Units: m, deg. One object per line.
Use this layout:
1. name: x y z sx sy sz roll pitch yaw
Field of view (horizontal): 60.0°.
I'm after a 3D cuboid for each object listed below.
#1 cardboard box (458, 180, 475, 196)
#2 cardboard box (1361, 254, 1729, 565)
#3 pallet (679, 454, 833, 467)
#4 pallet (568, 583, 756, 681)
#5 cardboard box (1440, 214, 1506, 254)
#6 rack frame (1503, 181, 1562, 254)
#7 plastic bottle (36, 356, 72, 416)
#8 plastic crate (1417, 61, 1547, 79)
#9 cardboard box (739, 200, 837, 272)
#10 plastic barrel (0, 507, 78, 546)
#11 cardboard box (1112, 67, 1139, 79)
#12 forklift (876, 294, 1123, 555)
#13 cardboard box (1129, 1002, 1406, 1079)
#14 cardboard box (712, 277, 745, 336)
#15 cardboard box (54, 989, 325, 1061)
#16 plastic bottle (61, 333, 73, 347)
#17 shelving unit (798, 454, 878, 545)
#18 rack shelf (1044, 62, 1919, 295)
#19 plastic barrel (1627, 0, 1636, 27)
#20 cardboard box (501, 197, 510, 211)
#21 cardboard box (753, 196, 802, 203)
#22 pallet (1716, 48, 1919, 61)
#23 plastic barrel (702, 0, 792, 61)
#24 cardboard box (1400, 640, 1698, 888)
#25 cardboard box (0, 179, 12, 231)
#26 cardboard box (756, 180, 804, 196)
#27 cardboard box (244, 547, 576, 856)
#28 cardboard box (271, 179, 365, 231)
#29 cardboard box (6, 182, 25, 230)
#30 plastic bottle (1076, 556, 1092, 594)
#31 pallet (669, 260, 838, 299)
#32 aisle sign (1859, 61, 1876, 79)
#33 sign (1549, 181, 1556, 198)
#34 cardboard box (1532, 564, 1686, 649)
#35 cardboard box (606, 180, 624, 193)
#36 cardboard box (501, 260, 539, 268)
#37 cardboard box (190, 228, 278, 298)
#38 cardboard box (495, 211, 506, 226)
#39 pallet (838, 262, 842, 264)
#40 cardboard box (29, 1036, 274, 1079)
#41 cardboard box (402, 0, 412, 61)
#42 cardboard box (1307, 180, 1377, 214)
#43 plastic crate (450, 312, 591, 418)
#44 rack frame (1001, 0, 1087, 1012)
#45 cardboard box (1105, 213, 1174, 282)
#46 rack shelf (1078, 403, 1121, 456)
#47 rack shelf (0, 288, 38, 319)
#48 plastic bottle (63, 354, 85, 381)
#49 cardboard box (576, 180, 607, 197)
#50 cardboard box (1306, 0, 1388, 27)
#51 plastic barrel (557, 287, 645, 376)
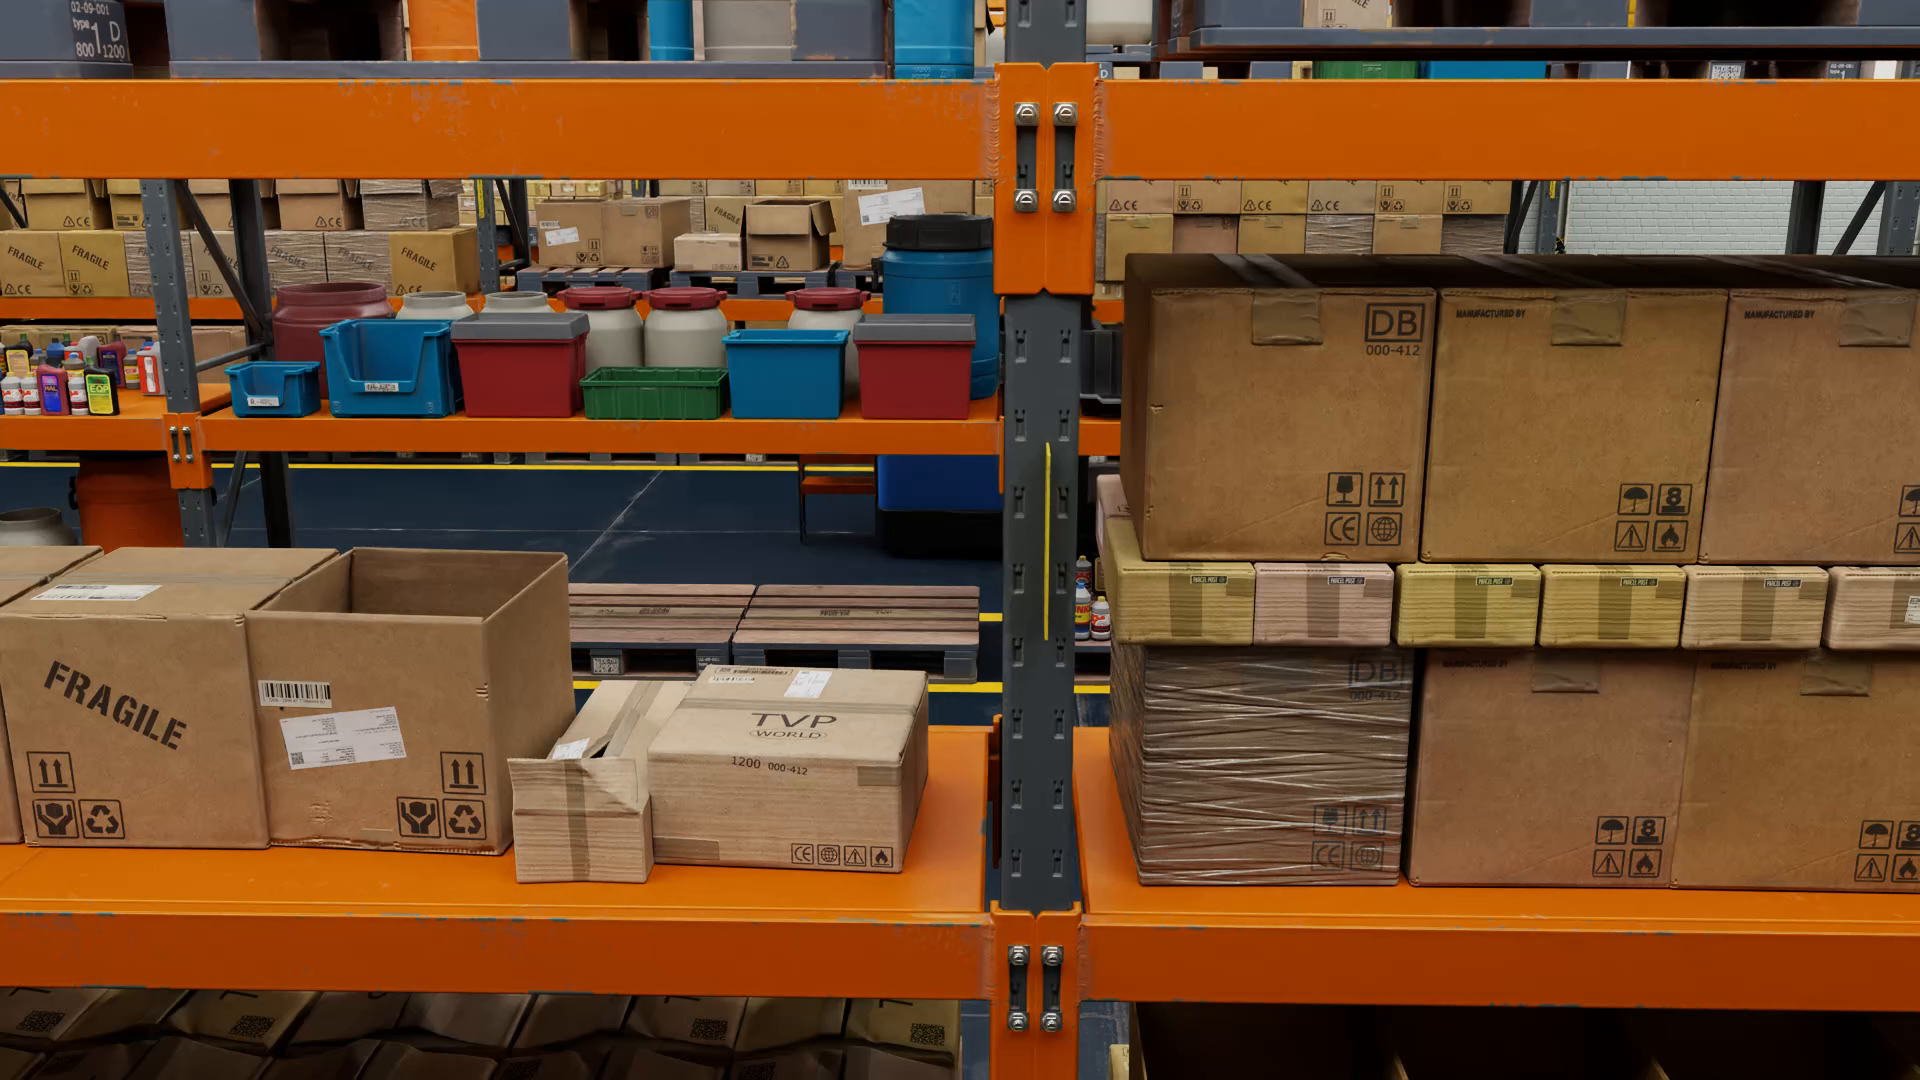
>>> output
1. cardboard box: -5.156 -3.695 17.469 0.250 0.149 0.380 1 15 4
2. cardboard box: 1.101 -0.286 3.303 0.500 0.500 0.700 0 15 1
3. pallet: -1.592 -0.804 13.474 1.213 0.211 1.003 0 15 1
4. pallet: -1.726 0.469 8.650 1.213 0.211 1.003 0 15 1
5. cardboard box: 3.859 -2.317 12.963 0.500 0.500 0.875 0 15 1
6. rack frame: 4.408 -2.114 12.974 0.127 3.000 1.000 0 15 1
7. plastic bottle: -4.362 -0.742 8.002 0.133 0.283 0.061 0 15 1
8. plastic crate: 2.367 -2.230 7.562 0.575 0.384 0.392 0 15 1
9. cardboard box: -1.326 -2.381 12.960 0.637 0.503 0.797 2 15 7
10. plastic barrel: -4.772 0.117 8.571 0.421 0.512 0.421 0 15 0
11. cardboard box: 1.381 -3.448 12.442 0.500 0.250 0.500 0 15 1
12. forklift: 0.994 -1.428 10.509 3.031 2.935 1.130 0 15 0
13. cardboard box: 0.608 1.233 3.385 0.500 0.500 0.500 0 15 1
14. cardboard box: -2.756 -2.519 18.095 0.750 0.750 1.050 0 15 1
15. cardboard box: -1.791 1.165 4.011 0.500 0.311 0.500 1 15 3
16. plastic bottle: -4.736 -0.948 8.781 0.133 0.283 0.061 0 15 1
17. shelving unit: -0.780 -0.582 10.693 0.503 1.200 0.258 0 15 0
18. rack shelf: 2.152 -0.704 3.157 4.000 0.370 1.077 0 15 1
19. plastic barrel: 3.138 -2.571 7.632 0.600 0.588 0.600 0 15 0
20. cardboard box: -4.648 -3.547 17.492 0.250 0.149 0.380 0 15 2
21. cardboard box: -1.908 -3.401 17.656 0.500 0.500 0.500 0 15 1
22. pallet: 2.222 -1.014 3.097 1.213 0.211 1.003 0 15 1
23. plastic barrel: -0.885 -2.522 7.658 0.600 0.901 0.600 0 15 0
24. cardboard box: 1.123 0.341 3.473 0.500 0.500 0.700 0 15 1
25. cardboard box: -8.061 -2.695 13.415 0.500 0.500 0.500 0 15 1
26. cardboard box: -1.895 -3.951 17.781 0.500 0.500 0.700 0 15 1
27. cardboard box: -1.142 0.325 3.532 0.500 0.500 0.500 1 15 5
28. cardboard box: -4.972 -2.714 13.083 0.637 0.503 0.797 1 15 3
29. cardboard box: -9.893 -3.598 17.819 0.500 0.500 0.500 1 15 2
30. plastic bottle: 0.653 0.186 8.878 0.097 0.201 0.097 0 15 0
31. pallet: -1.610 -2.071 13.187 1.213 0.211 1.003 0 15 1
32. aisle sign: 4.361 -2.182 8.136 0.004 0.787 0.394 0 15 1
33. sign: 4.373 -2.686 12.250 0.005 0.325 0.100 0 15 1
34. cardboard box: 1.187 0.079 3.192 0.250 0.149 0.380 0 15 1
35. cardboard box: -3.823 -3.852 18.065 0.250 0.149 0.380 0 15 2
36. cardboard box: -5.810 -3.908 23.114 0.875 0.875 0.875 1 15 3
37. cardboard box: -5.615 -2.166 12.973 0.500 0.500 0.500 1 15 2
38. cardboard box: -4.890 -3.406 17.538 0.250 0.149 0.380 0 15 -1
39. pallet: -2.392 -4.596 27.846 1.213 0.211 1.003 0 15 1
40. cardboard box: -1.781 1.302 3.493 0.500 0.311 0.500 0 15 1
41. cardboard box: -4.201 -3.855 12.668 0.637 0.503 0.797 1 15 5
42. cardboard box: 2.852 -2.736 12.592 0.500 0.500 0.500 0 15 1
43. plastic crate: -2.109 -0.846 8.040 0.583 0.464 0.402 0 15 1
44. rack frame: 0.152 0.387 3.494 0.053 2.616 0.949 0 15 1
45. cardboard box: 1.356 -2.302 12.905 0.500 0.500 0.875 0 15 1
46. rack shelf: 2.282 -0.516 8.328 4.000 0.370 1.077 0 15 1
47. rack shelf: -9.588 -1.858 13.412 4.000 0.370 1.077 0 15 1
48. plastic bottle: -4.588 -0.864 8.623 0.097 0.201 0.097 0 15 0
49. cardboard box: -3.864 -3.686 17.435 0.250 0.149 0.380 0 15 -1
50. cardboard box: 2.852 -3.944 12.271 0.500 0.500 0.500 0 15 1
51. plastic barrel: -1.834 -1.013 8.532 0.433 0.535 0.433 0 15 0
